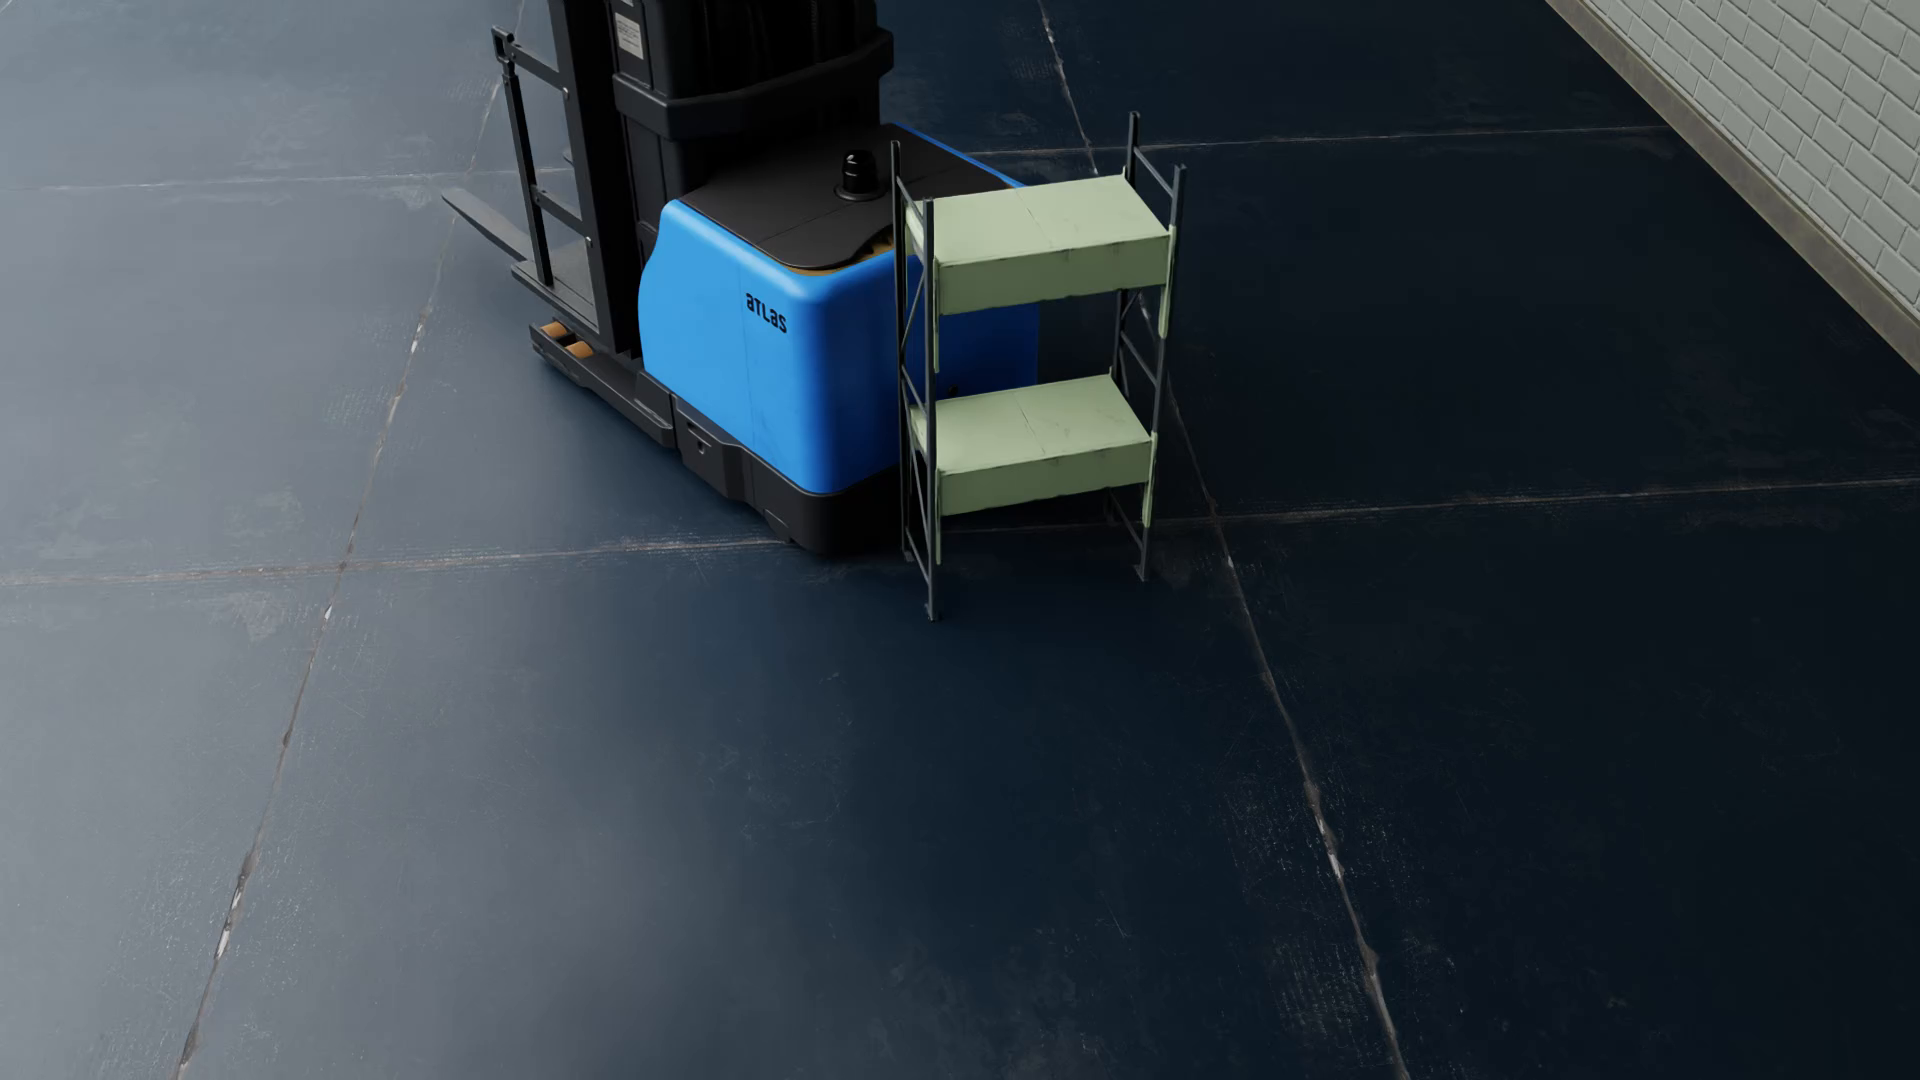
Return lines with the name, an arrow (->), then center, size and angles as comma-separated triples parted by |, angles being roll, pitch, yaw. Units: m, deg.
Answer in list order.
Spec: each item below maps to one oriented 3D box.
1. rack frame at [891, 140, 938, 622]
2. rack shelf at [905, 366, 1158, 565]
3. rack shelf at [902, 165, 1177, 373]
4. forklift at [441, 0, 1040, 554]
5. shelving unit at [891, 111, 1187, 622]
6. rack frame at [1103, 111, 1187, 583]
rack frame -> -0.135, -0.443, 5.100 | 0.023, 1.500, 0.400 | -10, 39, -12
rack shelf -> 0.217, -0.248, 5.380 | 0.720, 0.370, 0.431 | -10, 39, -12
rack shelf -> 0.217, -0.811, 4.937 | 0.720, 0.370, 0.431 | -10, 39, -12
forklift -> -1.053, -1.942, 5.845 | 1.130, 2.935, 3.031 | -28, 46, -31
shelving unit -> 0.217, -0.504, 5.178 | 0.755, 1.500, 0.431 | -10, 39, -12
rack frame -> 0.569, -0.566, 5.256 | 0.023, 1.500, 0.400 | -10, 39, -12
